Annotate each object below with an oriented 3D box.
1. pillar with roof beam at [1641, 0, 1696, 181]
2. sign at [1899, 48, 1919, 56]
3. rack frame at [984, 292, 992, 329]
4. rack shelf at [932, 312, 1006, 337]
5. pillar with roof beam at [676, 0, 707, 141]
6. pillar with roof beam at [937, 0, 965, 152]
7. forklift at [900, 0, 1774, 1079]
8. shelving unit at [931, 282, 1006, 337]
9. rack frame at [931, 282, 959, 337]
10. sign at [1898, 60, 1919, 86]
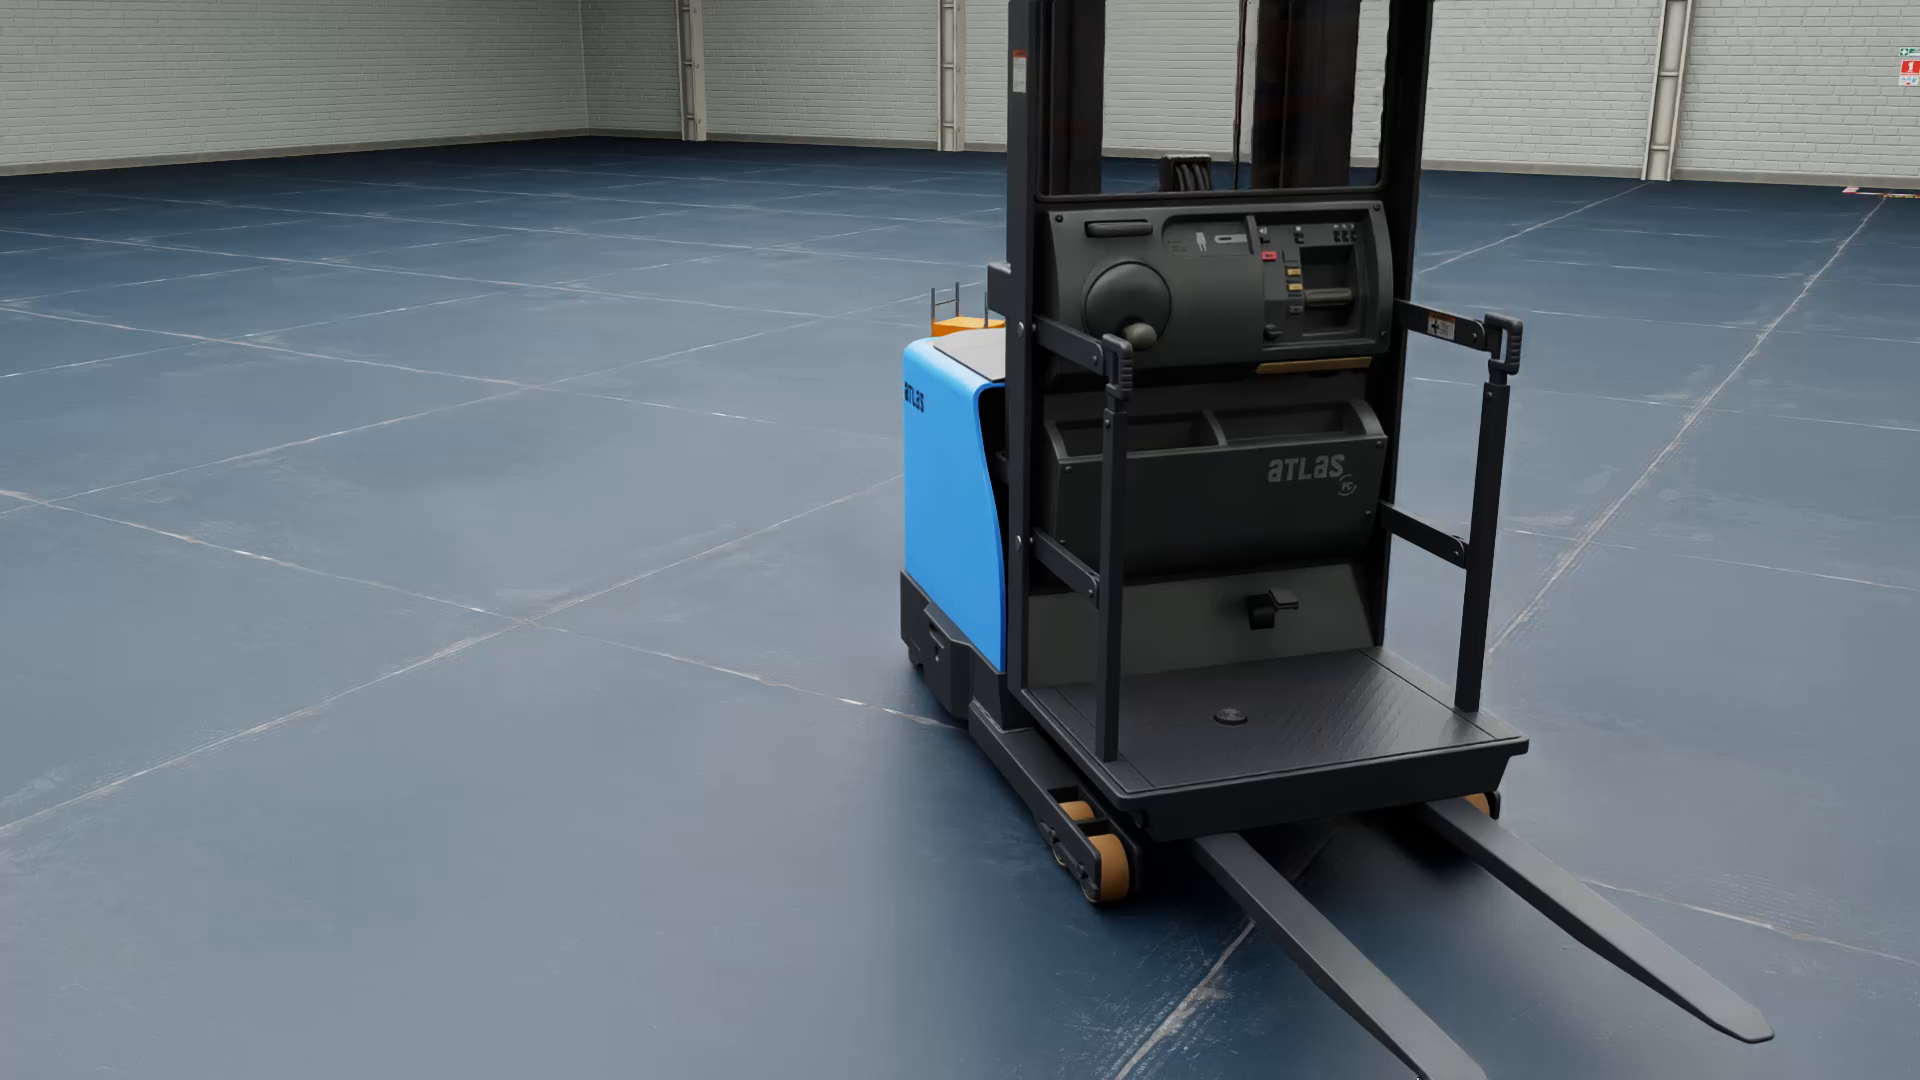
[{"bbox_3d":[7.817,-8.442,19.191,0.400,9.000,9.100,10,20,30],"label":"pillar with roof beam"},{"bbox_3d":[12.679,-6.488,22.106,0.331,0.109,0.001,10,20,30],"label":"sign"},{"bbox_3d":[0.150,-0.476,6.641,0.008,1.050,0.200,10,20,30],"label":"rack frame"},{"bbox_3d":[0.046,-0.756,6.622,0.240,0.259,0.215,10,20,30],"label":"rack shelf"},{"bbox_3d":[-7.521,-11.180,28.204,0.400,9.000,9.100,10,20,30],"label":"pillar with roof beam"},{"bbox_3d":[-2.408,-10.268,25.200,0.400,9.000,9.100,10,20,30],"label":"pillar with roof beam"},{"bbox_3d":[0.735,-0.658,4.005,1.130,2.935,3.031,-5,18,-17],"label":"forklift"},{"bbox_3d":[0.046,-0.494,6.702,0.252,1.050,0.215,10,20,30],"label":"shelving unit"},{"bbox_3d":[-0.058,-0.513,6.763,0.008,1.050,0.200,10,20,30],"label":"rack frame"},{"bbox_3d":[12.680,-6.237,22.193,0.234,0.329,0.001,10,20,30],"label":"sign"}]
